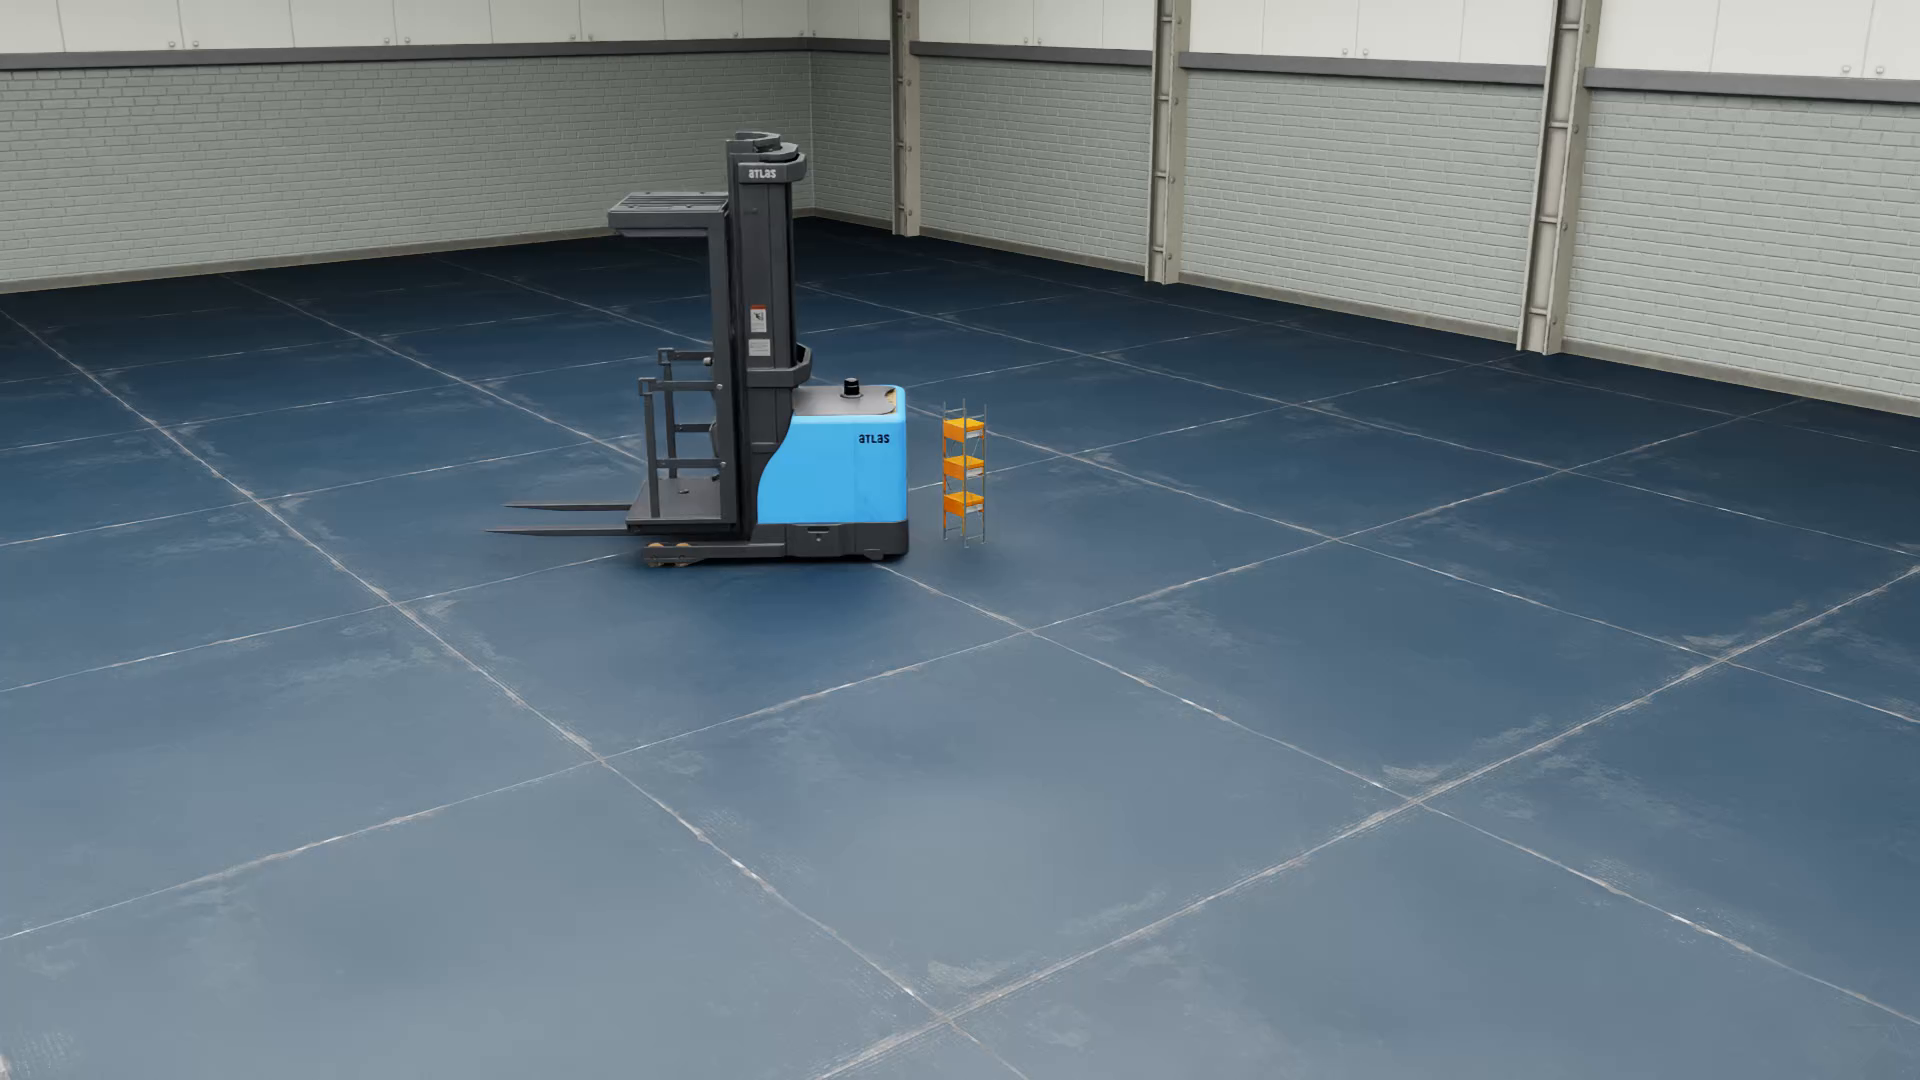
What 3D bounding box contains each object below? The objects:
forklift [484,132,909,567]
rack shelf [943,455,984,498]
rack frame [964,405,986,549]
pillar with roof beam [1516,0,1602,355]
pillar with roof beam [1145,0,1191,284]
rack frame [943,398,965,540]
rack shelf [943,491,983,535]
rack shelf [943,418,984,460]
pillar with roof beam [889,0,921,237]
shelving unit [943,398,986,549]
[{"bbox_3d":[-1.896,-1.369,11.836,3.031,2.935,1.130,-1,18,-2],"label":"forklift"},{"bbox_3d":[0.033,-0.475,12.161,0.215,0.259,0.240,-14,23,-36],"label":"rack shelf"},{"bbox_3d":[0.109,-0.455,12.067,0.200,1.050,0.008,-14,23,-36],"label":"rack frame"},{"bbox_3d":[3.184,-5.577,14.889,9.100,9.000,0.400,-14,23,-36],"label":"pillar with roof beam"},{"bbox_3d":[-0.541,-7.055,19.354,9.100,9.000,0.400,-14,23,-36],"label":"pillar with roof beam"},{"bbox_3d":[-0.043,-0.515,12.248,0.200,1.050,0.008,-14,23,-36],"label":"rack frame"},{"bbox_3d":[0.033,-0.211,12.248,0.215,0.259,0.240,-14,23,-36],"label":"rack shelf"},{"bbox_3d":[0.033,-0.745,12.072,0.215,0.259,0.240,-14,23,-36],"label":"rack shelf"},{"bbox_3d":[-4.266,-8.534,23.819,9.100,9.000,0.400,-14,23,-36],"label":"pillar with roof beam"},{"bbox_3d":[0.033,-0.485,12.158,0.215,1.050,0.252,-14,23,-36],"label":"shelving unit"}]
